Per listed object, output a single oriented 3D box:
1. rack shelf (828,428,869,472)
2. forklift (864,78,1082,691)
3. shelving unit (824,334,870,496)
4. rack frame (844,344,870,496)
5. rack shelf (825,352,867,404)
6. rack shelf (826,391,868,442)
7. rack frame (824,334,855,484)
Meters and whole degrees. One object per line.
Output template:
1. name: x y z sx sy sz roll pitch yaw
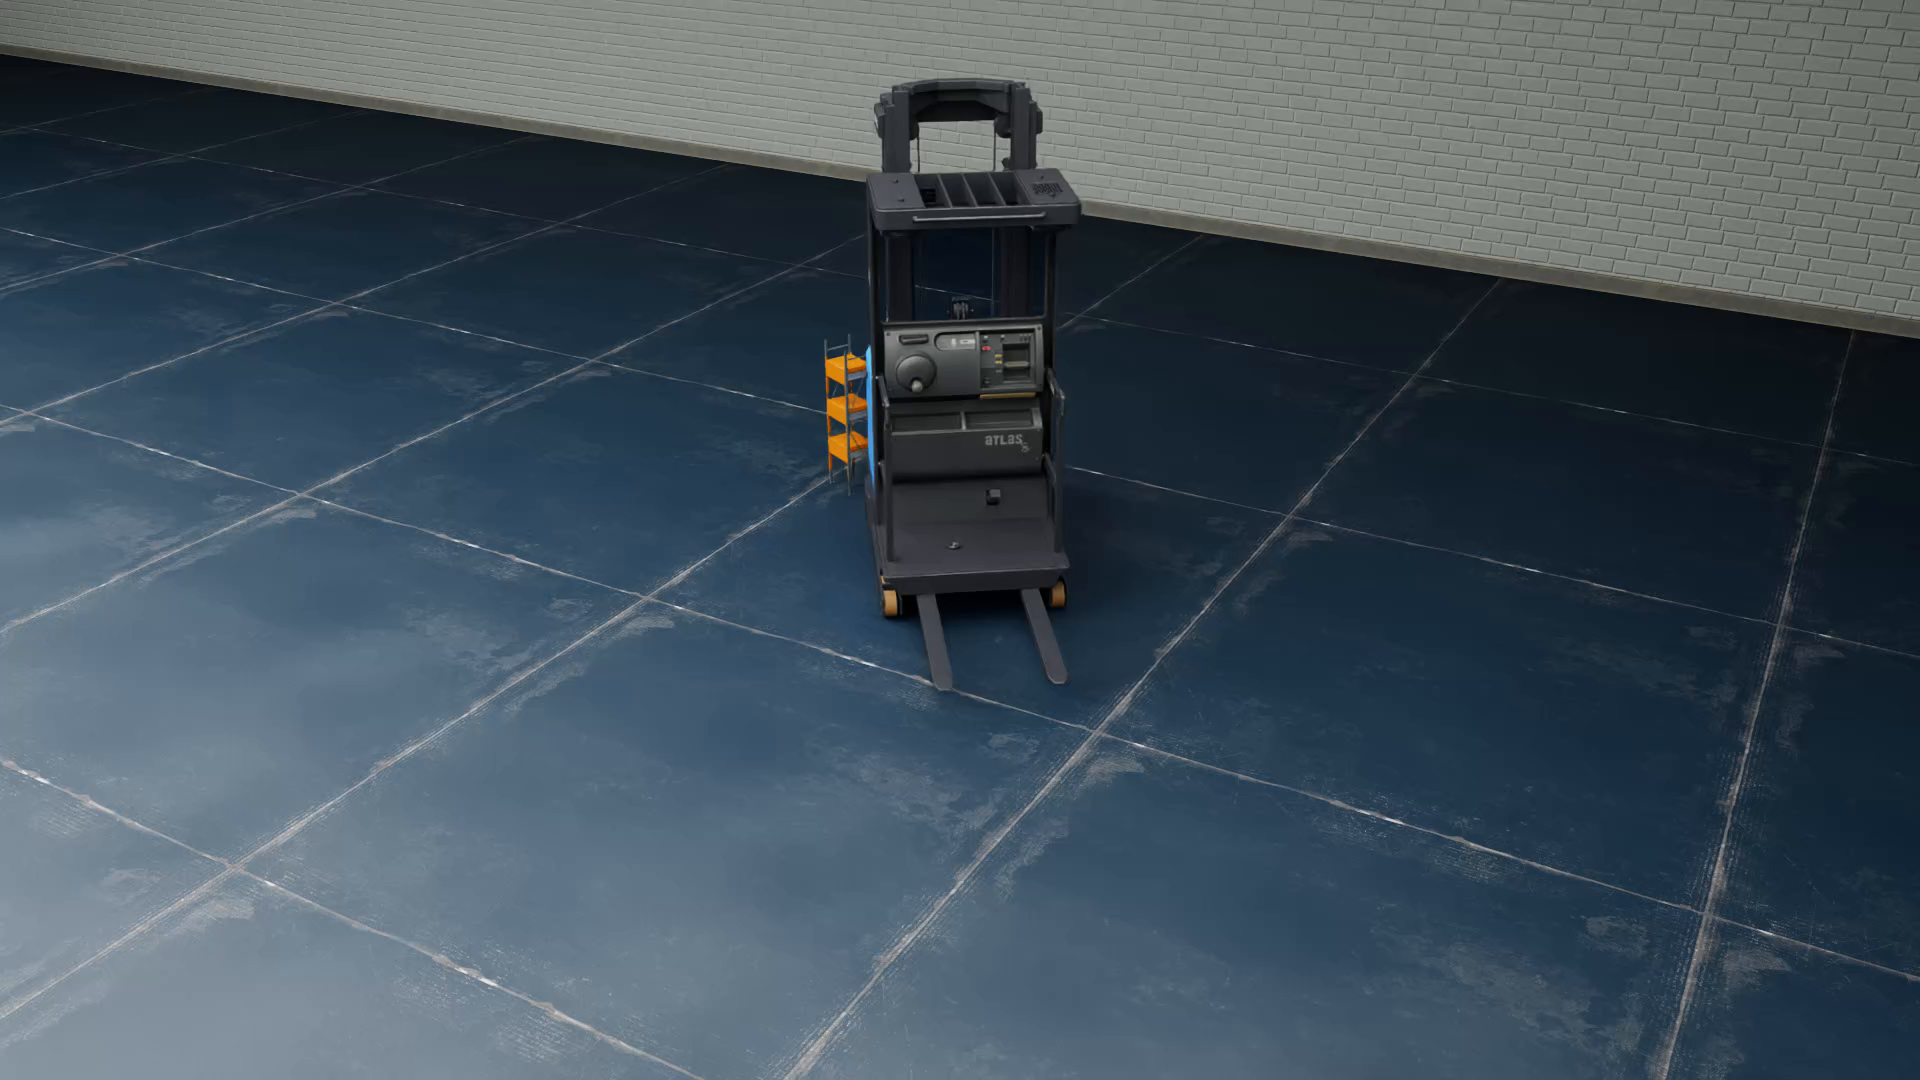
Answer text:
1. rack shelf: -0.748 -0.586 11.393 0.215 0.259 0.240 -18 32 -32
2. forklift: 0.052 -1.016 9.504 1.130 2.935 3.031 -3 27 -6
3. shelving unit: -0.748 -0.844 11.263 0.215 1.050 0.252 -18 32 -32
4. rack frame: -0.677 -0.800 11.175 0.200 1.050 0.008 -18 32 -32
5. rack shelf: -0.748 -1.088 11.141 0.215 0.259 0.240 -18 32 -32
6. rack shelf: -0.748 -0.835 11.268 0.215 0.259 0.240 -18 32 -32
7. rack frame: -0.819 -0.888 11.352 0.200 1.050 0.008 -18 32 -32
